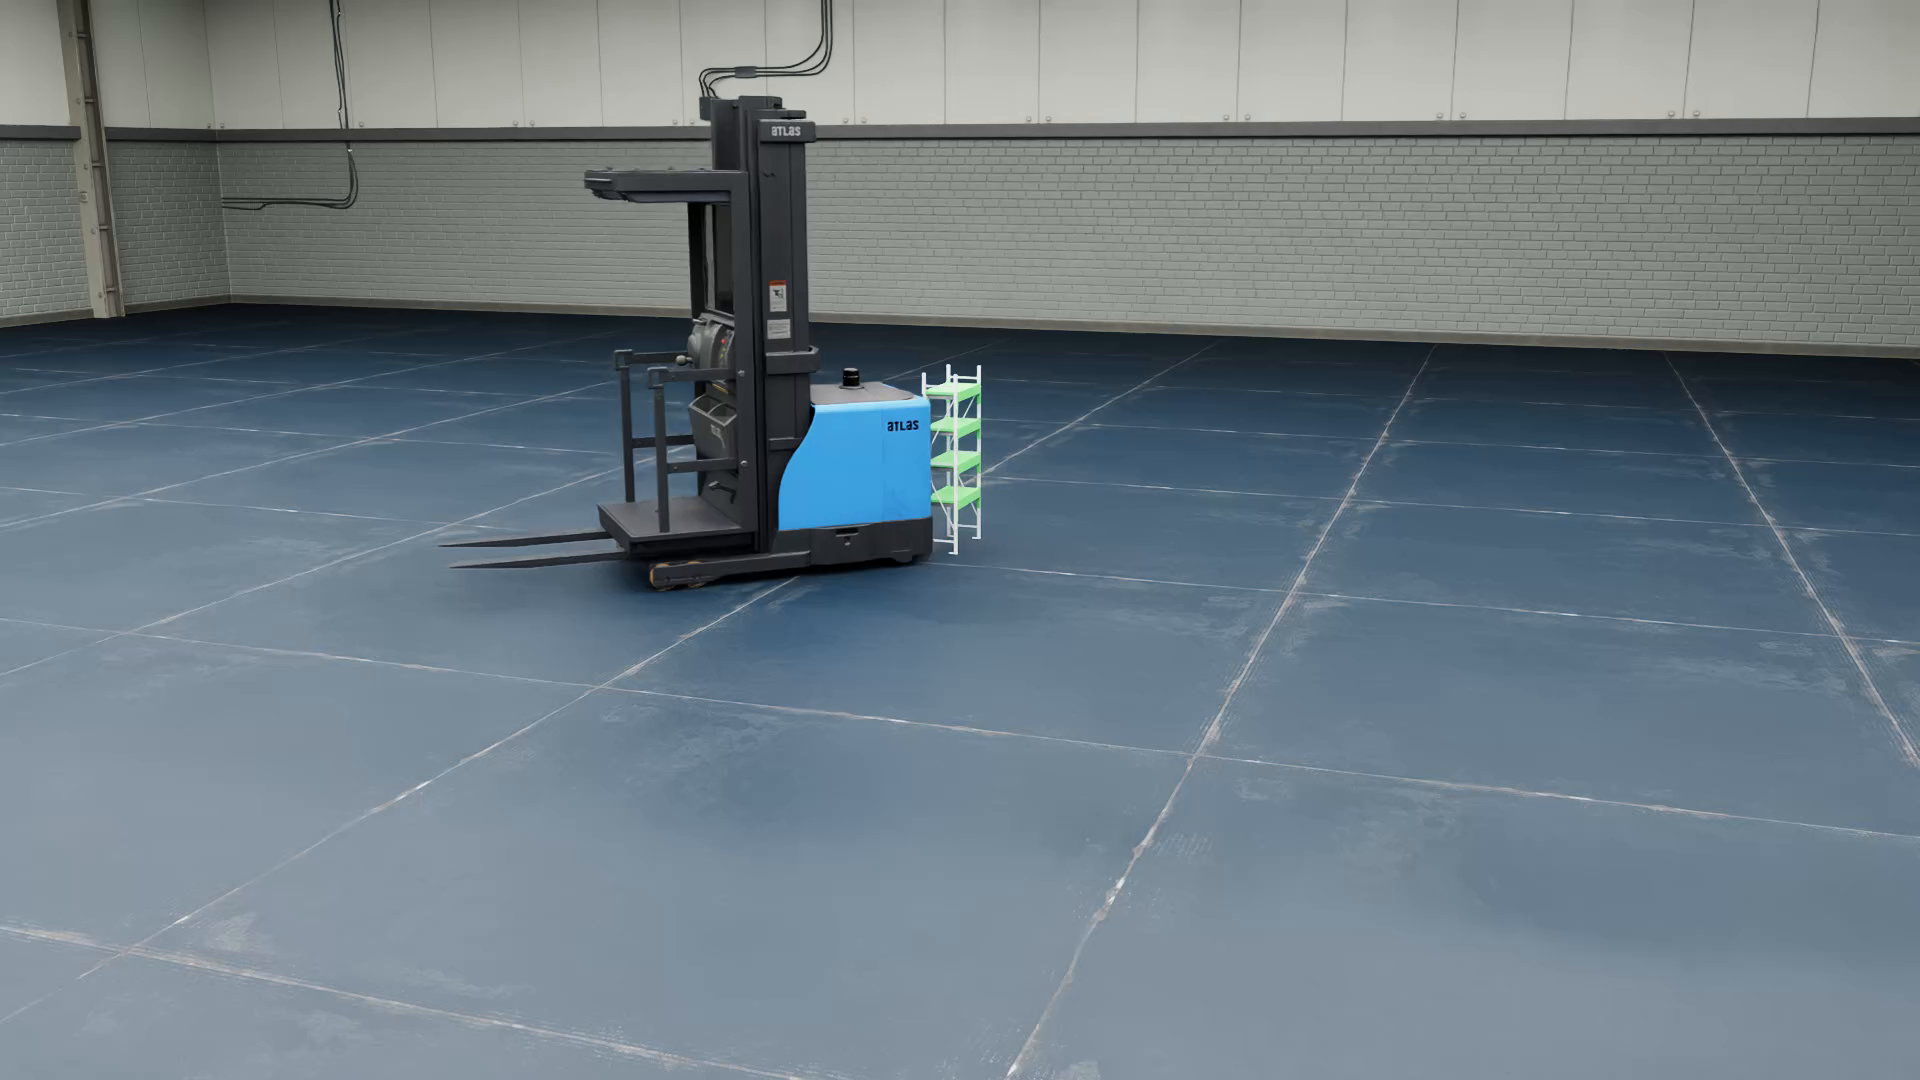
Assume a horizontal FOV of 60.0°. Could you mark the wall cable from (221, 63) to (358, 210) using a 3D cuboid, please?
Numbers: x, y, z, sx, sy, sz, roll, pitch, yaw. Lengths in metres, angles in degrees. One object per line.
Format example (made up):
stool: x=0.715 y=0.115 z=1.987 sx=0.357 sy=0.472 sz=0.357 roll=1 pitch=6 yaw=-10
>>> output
wall cable: x=-12.069 y=-7.143 z=29.539 sx=3.097 sy=2.526 sz=0.112 roll=4 pitch=14 yaw=18

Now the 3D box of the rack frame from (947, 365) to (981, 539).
rack frame: x=0.025 y=-0.601 z=11.427 sx=0.240 sy=1.200 sz=0.015 roll=4 pitch=14 yaw=18

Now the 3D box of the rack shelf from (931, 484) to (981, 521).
rack shelf: x=-0.054 y=-0.254 z=11.269 sx=0.258 sy=0.148 sz=0.480 roll=4 pitch=14 yaw=18

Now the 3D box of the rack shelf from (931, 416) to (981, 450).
rack shelf: x=-0.054 y=-0.722 z=11.163 sx=0.258 sy=0.148 sz=0.480 roll=4 pitch=14 yaw=18

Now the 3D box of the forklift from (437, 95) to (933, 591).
forklift: x=-1.740 y=-1.252 z=10.385 sx=3.031 sy=2.935 sz=1.130 roll=-5 pitch=14 yaw=-22

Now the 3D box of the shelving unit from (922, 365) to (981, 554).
shelving unit: x=-0.054 y=-0.550 z=11.202 sx=0.258 sy=1.200 sz=0.503 roll=4 pitch=14 yaw=18

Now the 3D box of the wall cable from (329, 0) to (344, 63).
wall cable: x=-9.510 y=-9.411 z=28.124 sx=3.097 sy=2.526 sz=0.112 roll=4 pitch=14 yaw=18

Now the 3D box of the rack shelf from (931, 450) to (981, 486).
rack shelf: x=-0.054 y=-0.488 z=11.216 sx=0.258 sy=0.148 sz=0.480 roll=4 pitch=14 yaw=18

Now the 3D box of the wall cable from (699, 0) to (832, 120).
wall cable: x=-3.092 y=-9.628 z=25.806 sx=2.305 sy=6.003 sz=0.169 roll=4 pitch=14 yaw=18

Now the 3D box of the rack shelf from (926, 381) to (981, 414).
rack shelf: x=-0.054 y=-0.956 z=11.109 sx=0.258 sy=0.148 sz=0.480 roll=4 pitch=14 yaw=18

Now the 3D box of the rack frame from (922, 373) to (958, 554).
rack frame: x=-0.133 y=-0.499 z=10.977 sx=0.240 sy=1.200 sz=0.015 roll=4 pitch=14 yaw=18

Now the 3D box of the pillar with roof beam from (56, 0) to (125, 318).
pillar with roof beam: x=-10.200 y=-7.822 z=25.535 sx=9.100 sy=9.000 sz=0.400 roll=4 pitch=14 yaw=18
